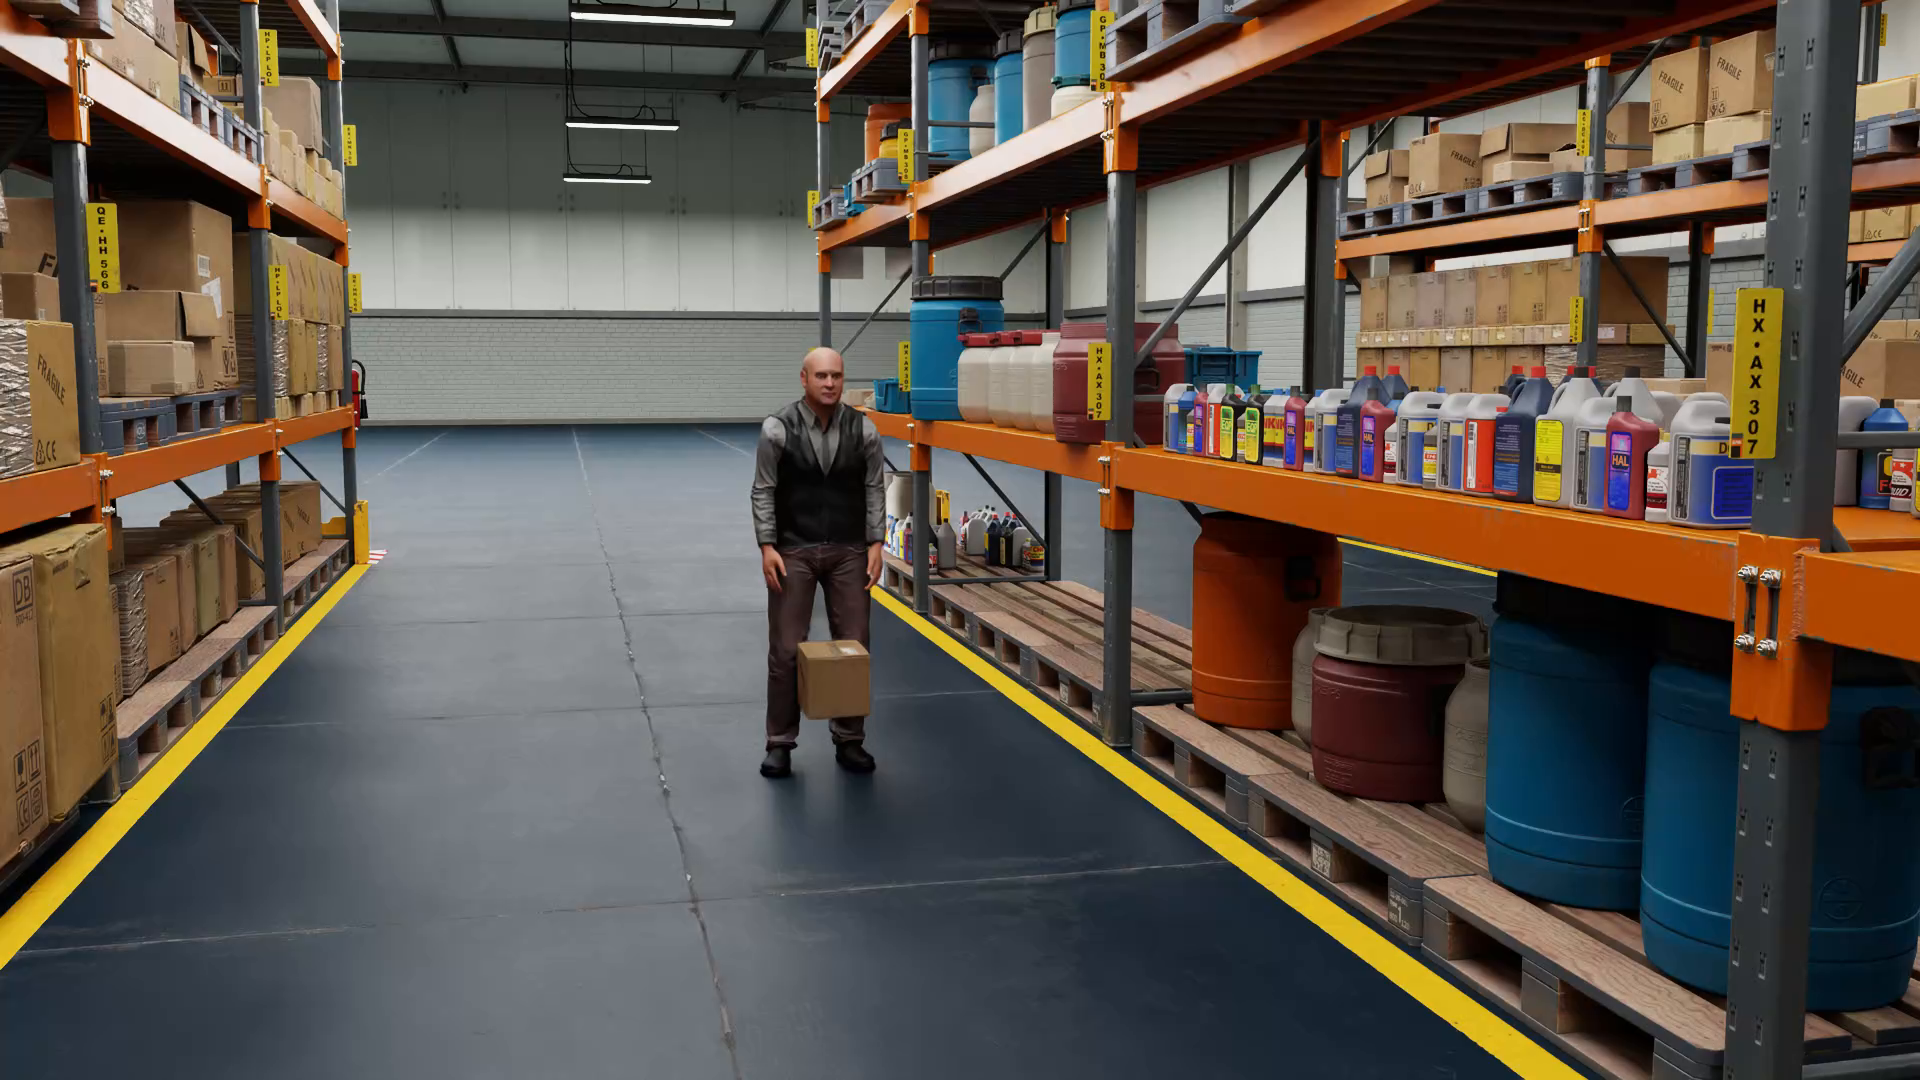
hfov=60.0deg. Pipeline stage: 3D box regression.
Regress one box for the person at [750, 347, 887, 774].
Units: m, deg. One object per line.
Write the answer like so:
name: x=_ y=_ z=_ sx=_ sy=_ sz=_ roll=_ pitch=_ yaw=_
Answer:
person: x=-0.576 y=0.075 z=6.835 sx=0.563 sy=1.724 sz=0.423 roll=-2 pitch=6 yaw=-15
